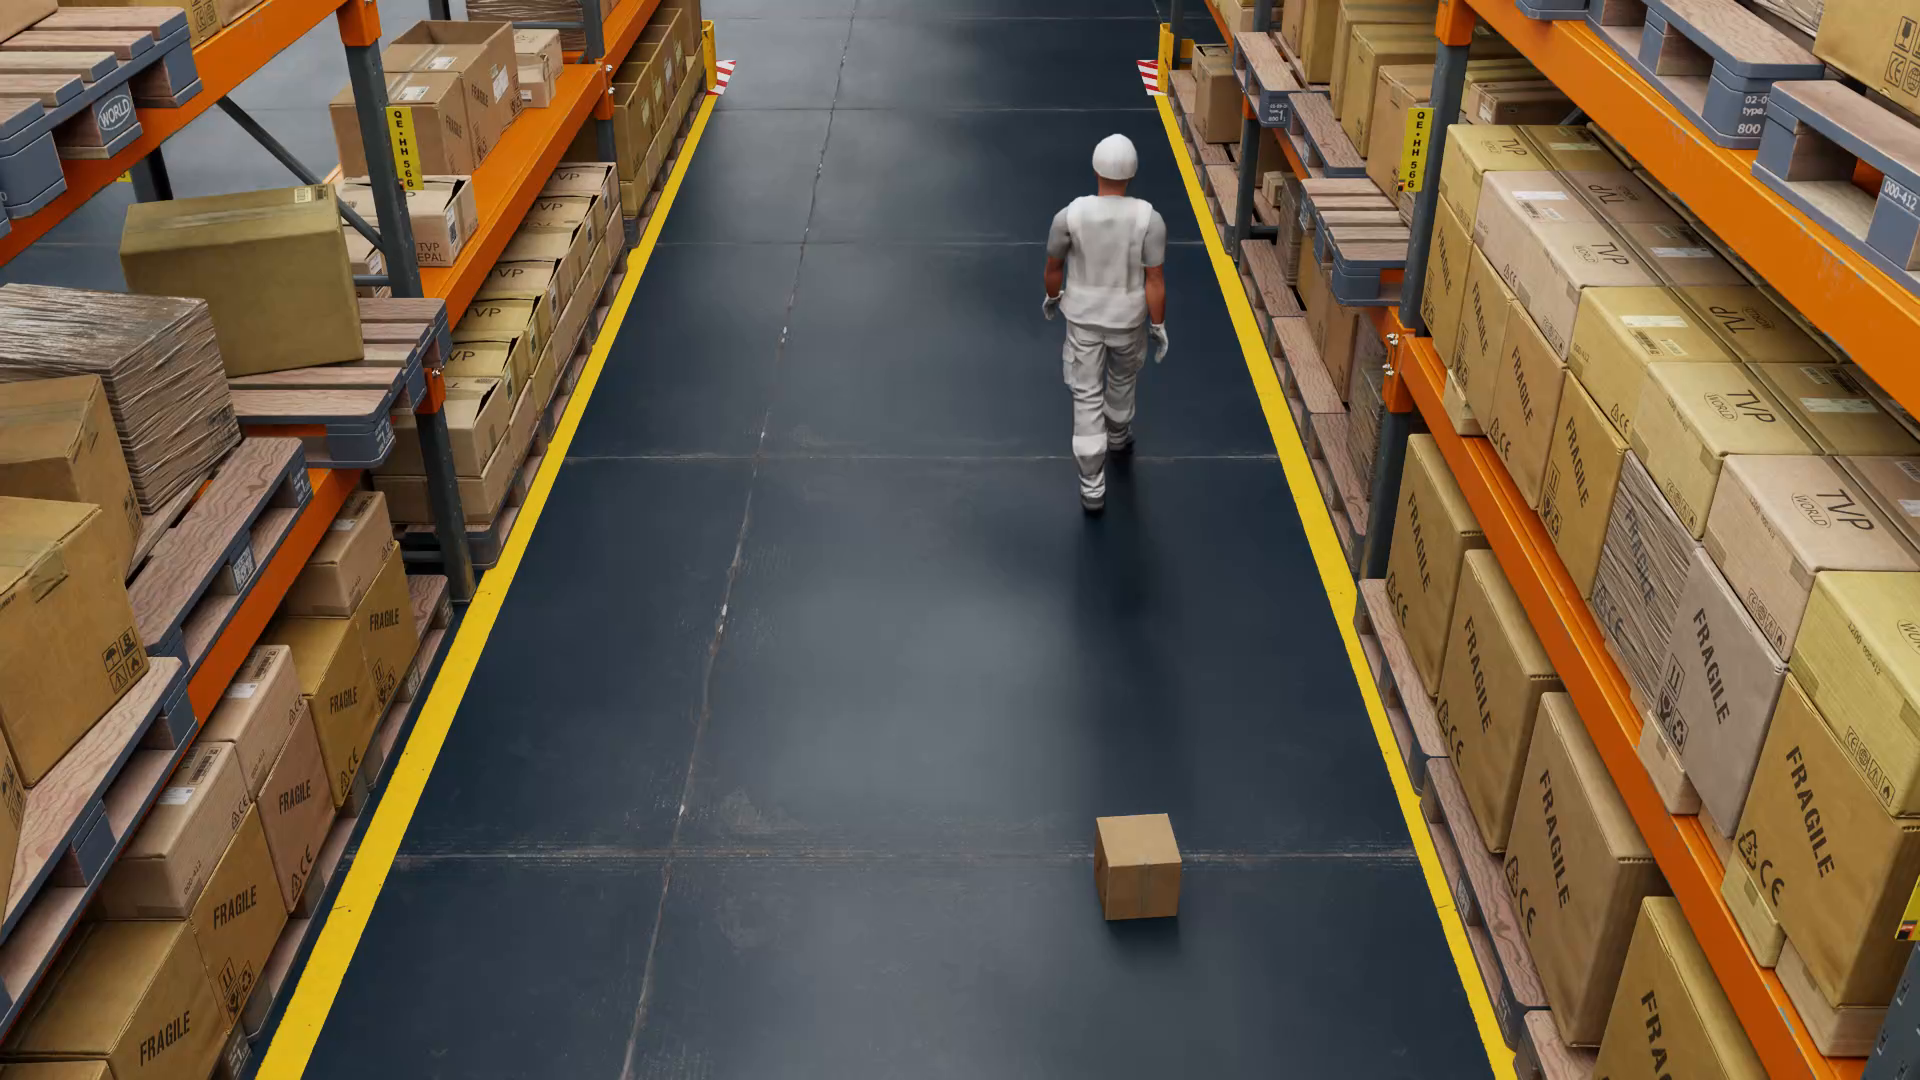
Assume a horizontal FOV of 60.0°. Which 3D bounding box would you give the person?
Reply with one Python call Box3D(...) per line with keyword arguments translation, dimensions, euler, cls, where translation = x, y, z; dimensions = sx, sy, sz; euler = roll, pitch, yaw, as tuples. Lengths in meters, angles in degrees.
Box3D(translation=(0.686, -1.098, 7.896), dimensions=(0.589, 1.765, 0.900), euler=(1, 31, 2), cls="person")
